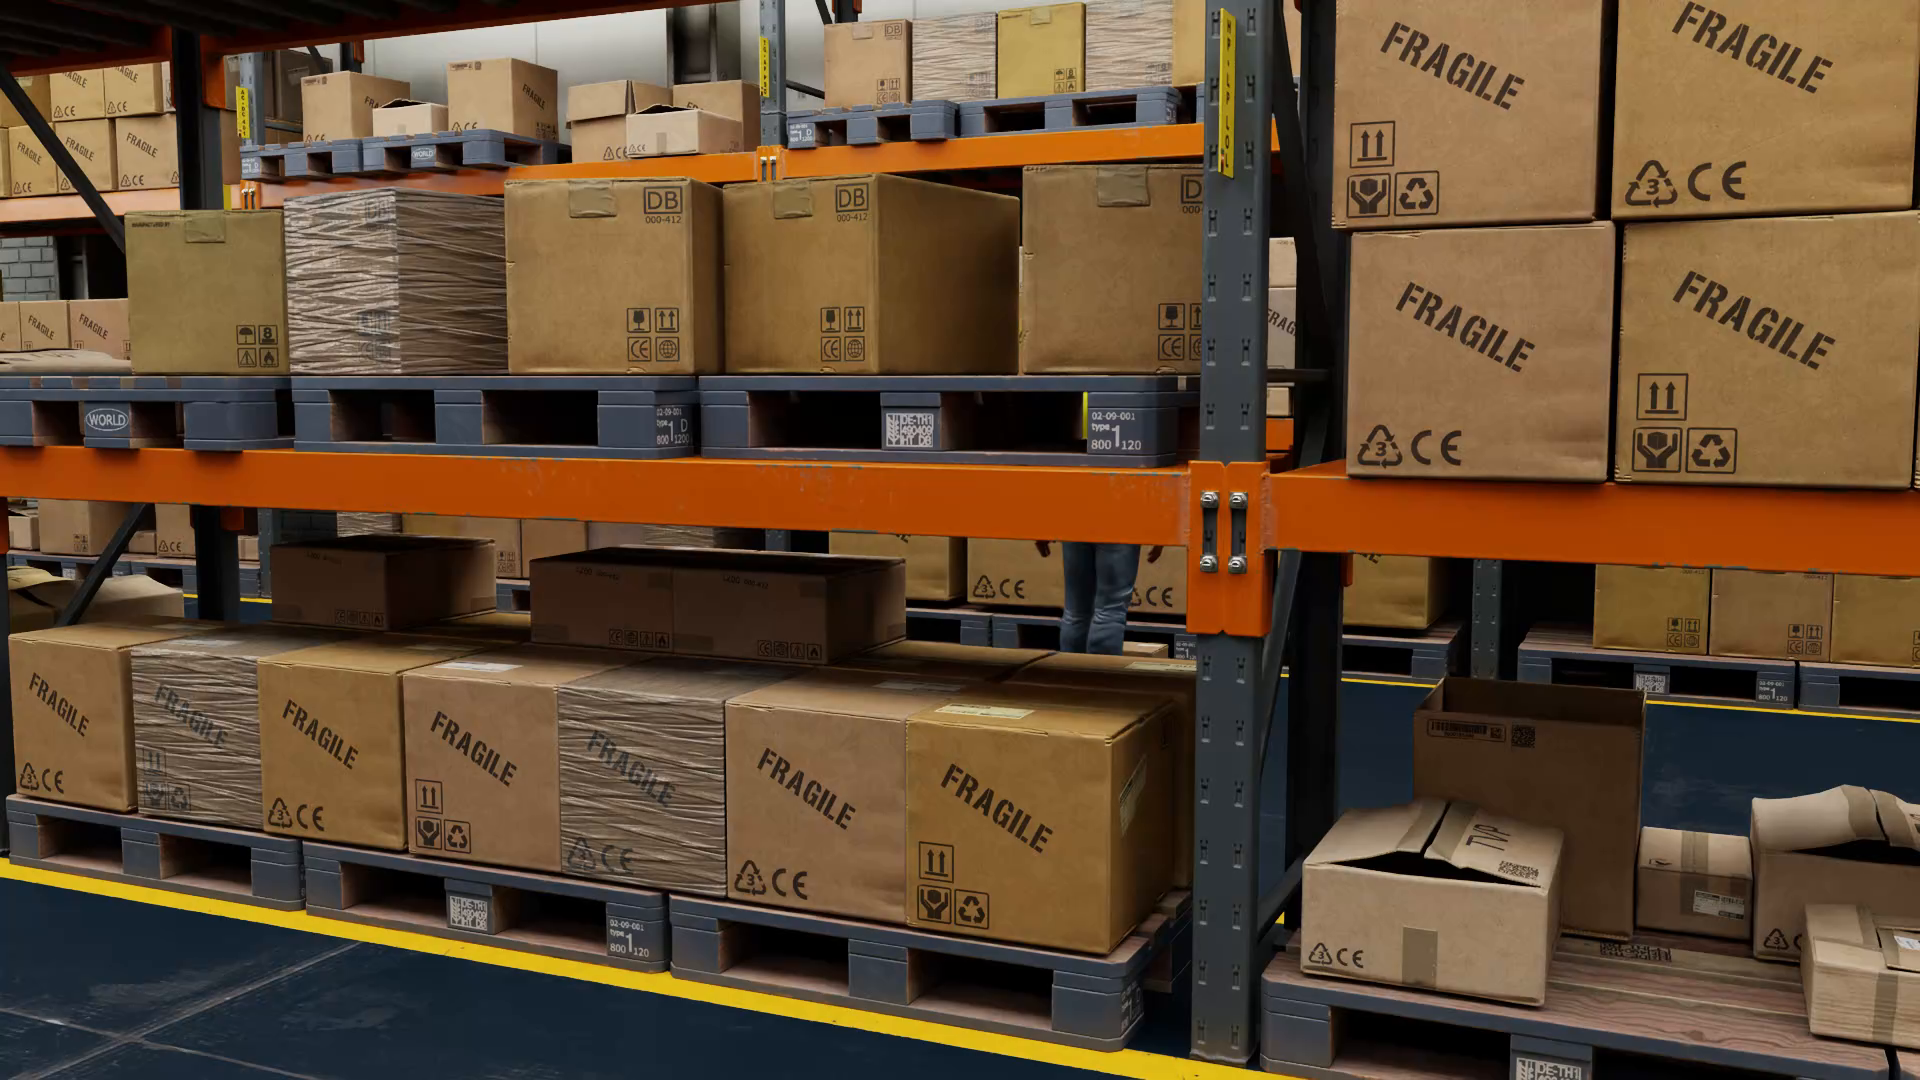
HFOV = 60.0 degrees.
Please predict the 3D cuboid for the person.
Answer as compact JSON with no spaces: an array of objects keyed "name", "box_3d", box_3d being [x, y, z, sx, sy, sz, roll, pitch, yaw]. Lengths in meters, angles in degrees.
[{"name":"person","box_3d":[0.666,-0.100,7.380,0.604,1.771,0.562,3,6,31]}]
